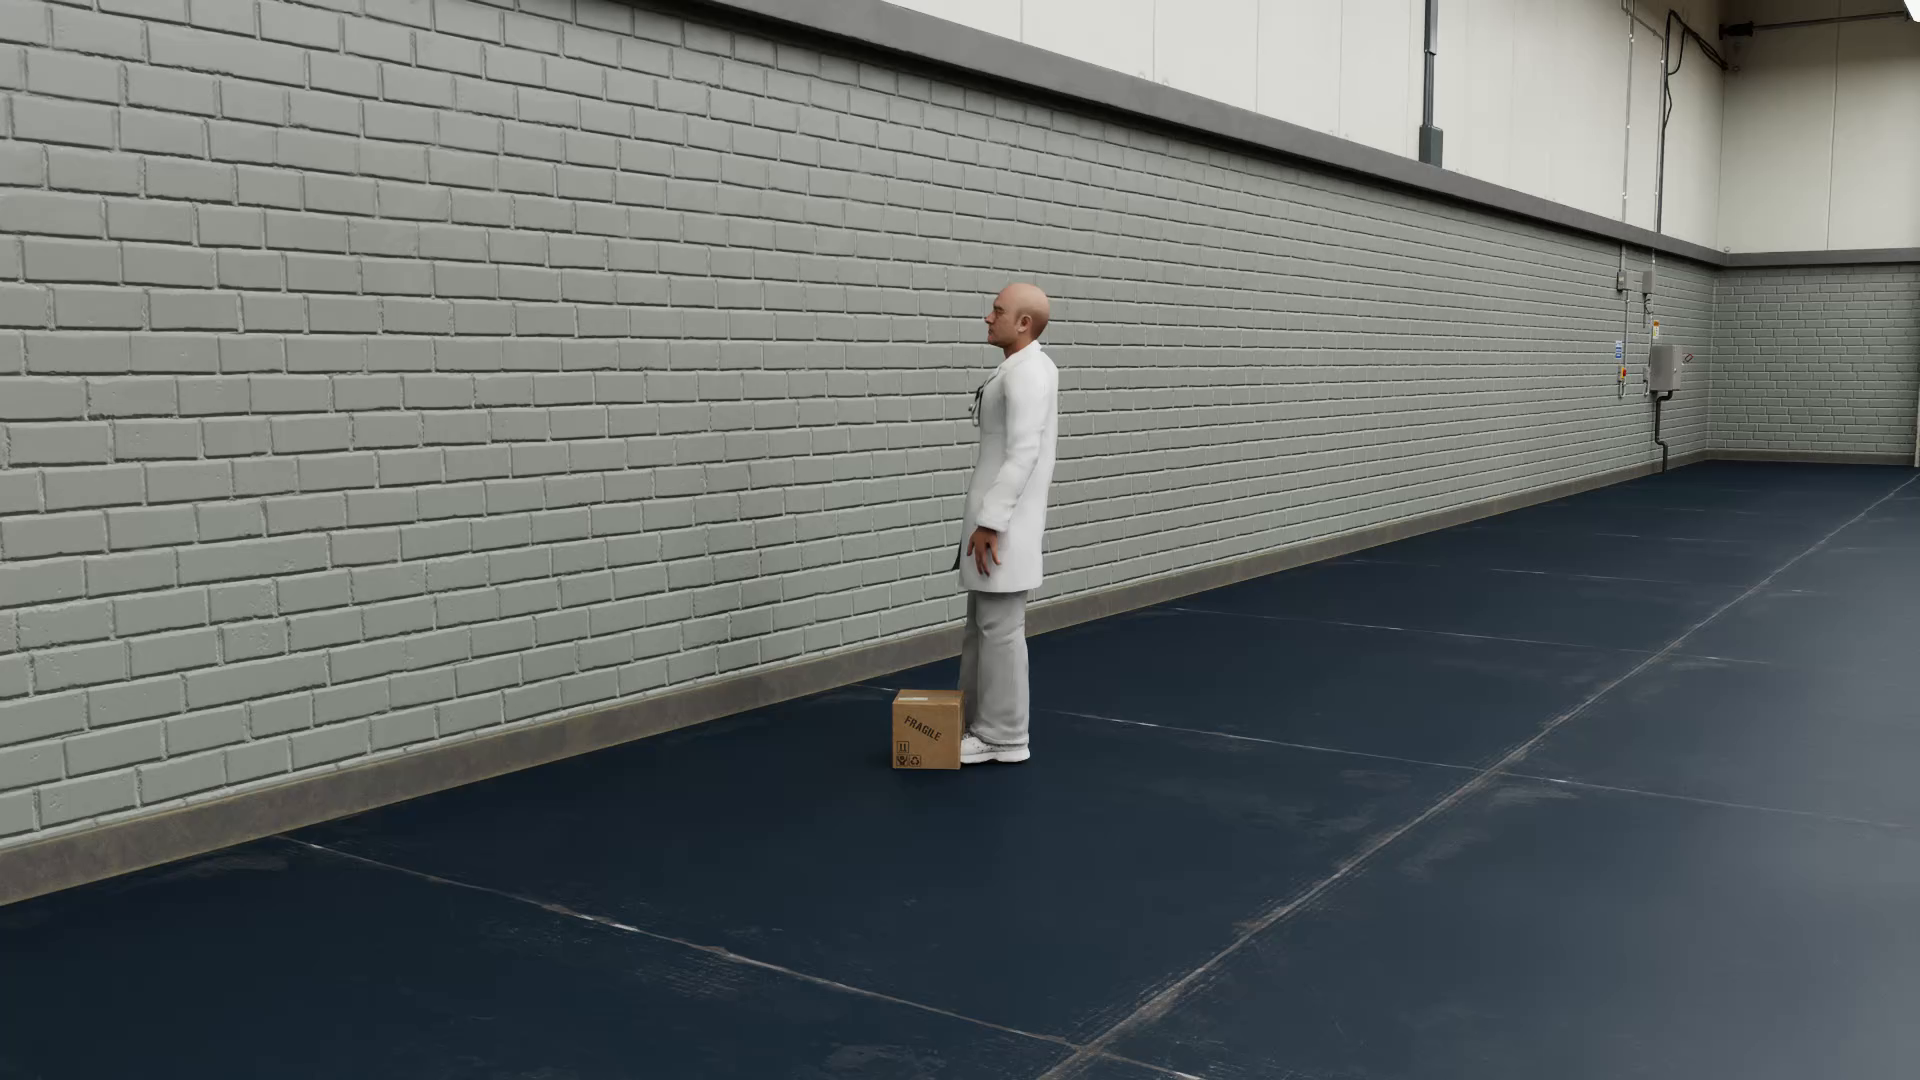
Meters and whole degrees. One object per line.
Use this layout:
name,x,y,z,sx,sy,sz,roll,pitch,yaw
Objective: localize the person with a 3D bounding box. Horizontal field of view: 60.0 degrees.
person,0.070,-0.057,6.196,0.579,1.778,0.698,1,6,5
